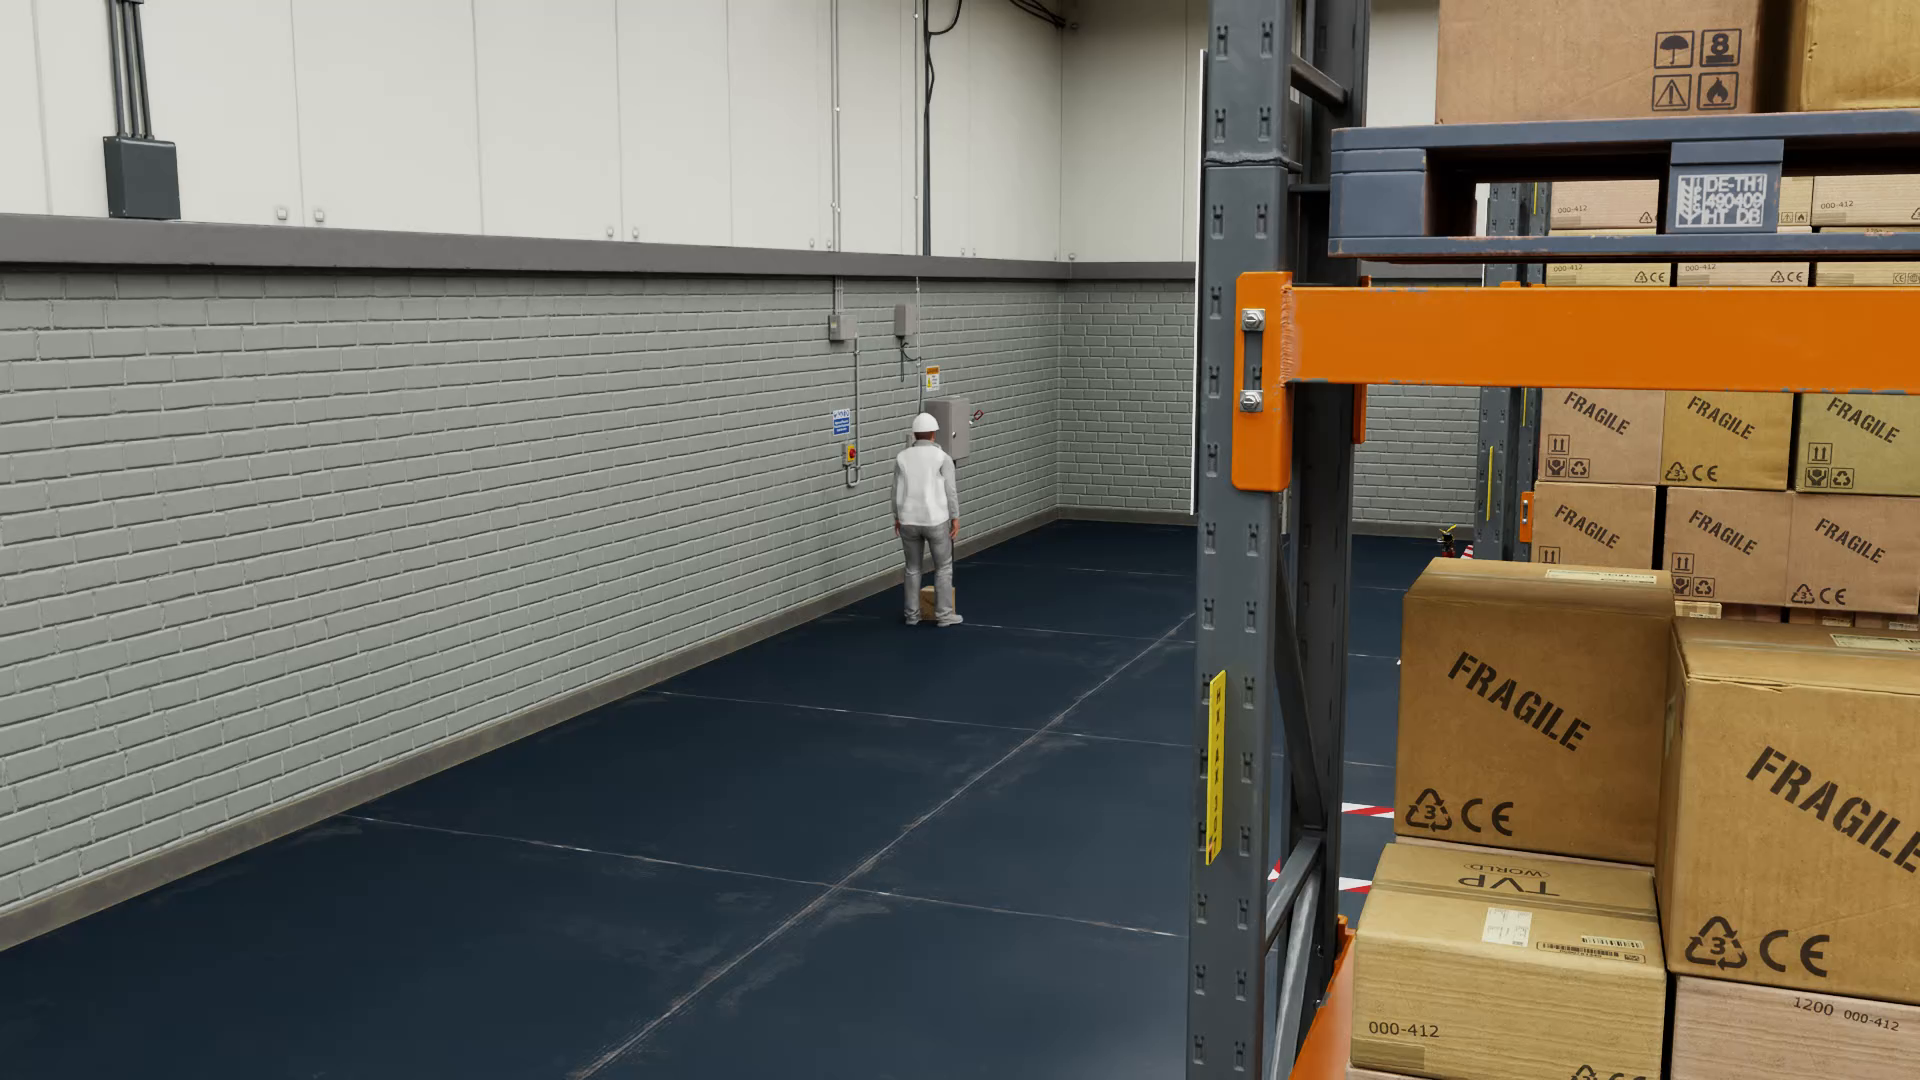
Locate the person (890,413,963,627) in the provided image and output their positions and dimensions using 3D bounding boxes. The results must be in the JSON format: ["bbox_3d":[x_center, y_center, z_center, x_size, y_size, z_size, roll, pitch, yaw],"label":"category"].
[{"bbox_3d":[-0.287,-0.170,13.884,0.584,1.770,0.464,3,9,18],"label":"person"}]
